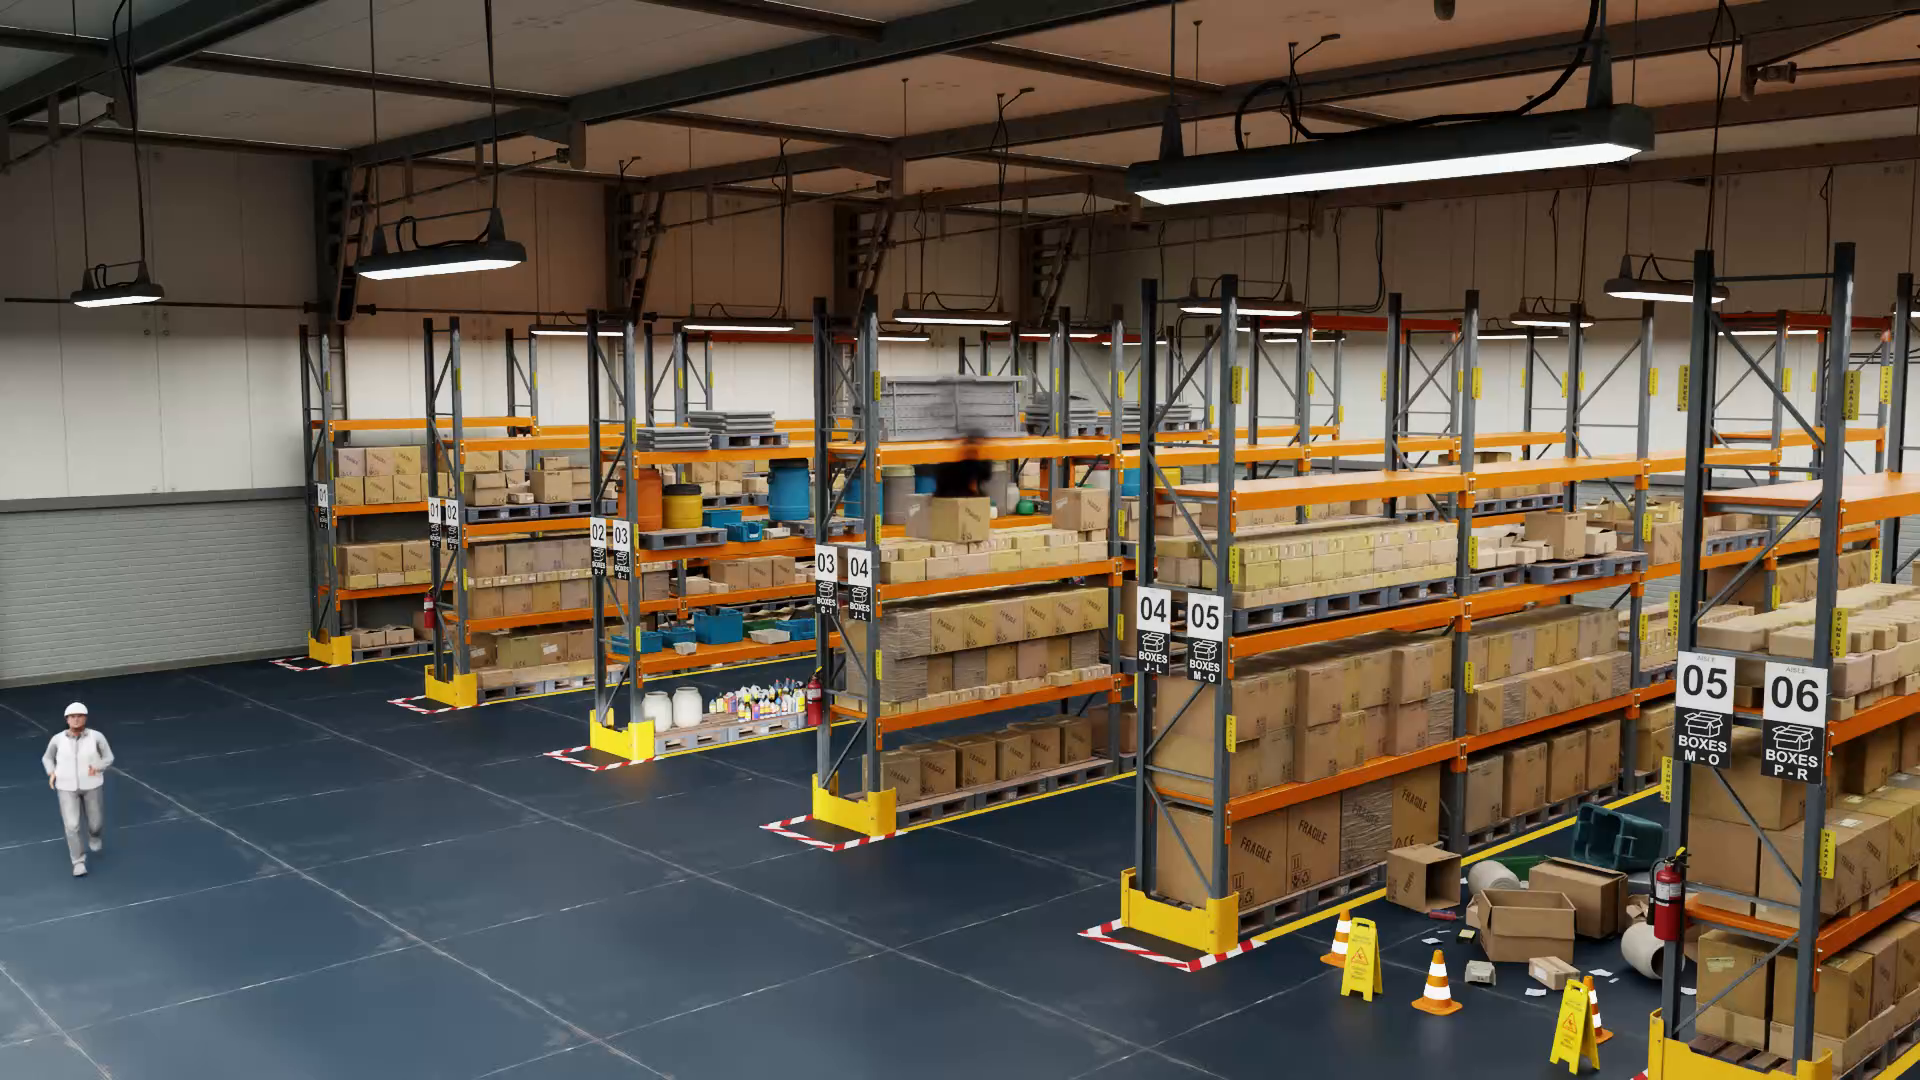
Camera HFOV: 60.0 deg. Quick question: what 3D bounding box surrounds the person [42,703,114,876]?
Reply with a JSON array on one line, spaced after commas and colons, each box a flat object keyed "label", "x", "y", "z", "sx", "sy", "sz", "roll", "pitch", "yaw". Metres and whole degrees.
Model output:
[{"label": "person", "x": -9.165, "y": 2.558, "z": 17.302, "sx": 0.668, "sy": 1.738, "sz": 0.803, "roll": -3, "pitch": 6, "yaw": -26}]

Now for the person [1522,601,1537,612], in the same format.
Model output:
[{"label": "person", "x": 8.808, "y": 1.718, "z": 25.876, "sx": 0.554, "sy": 1.665, "sz": 0.611, "roll": 6, "pitch": 8, "yaw": 45}]

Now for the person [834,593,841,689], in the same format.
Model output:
[{"label": "person", "x": -2.087, "y": 1.629, "z": 26.990, "sx": 0.622, "sy": 1.661, "sz": 0.548, "roll": 5, "pitch": 8, "yaw": 43}]
